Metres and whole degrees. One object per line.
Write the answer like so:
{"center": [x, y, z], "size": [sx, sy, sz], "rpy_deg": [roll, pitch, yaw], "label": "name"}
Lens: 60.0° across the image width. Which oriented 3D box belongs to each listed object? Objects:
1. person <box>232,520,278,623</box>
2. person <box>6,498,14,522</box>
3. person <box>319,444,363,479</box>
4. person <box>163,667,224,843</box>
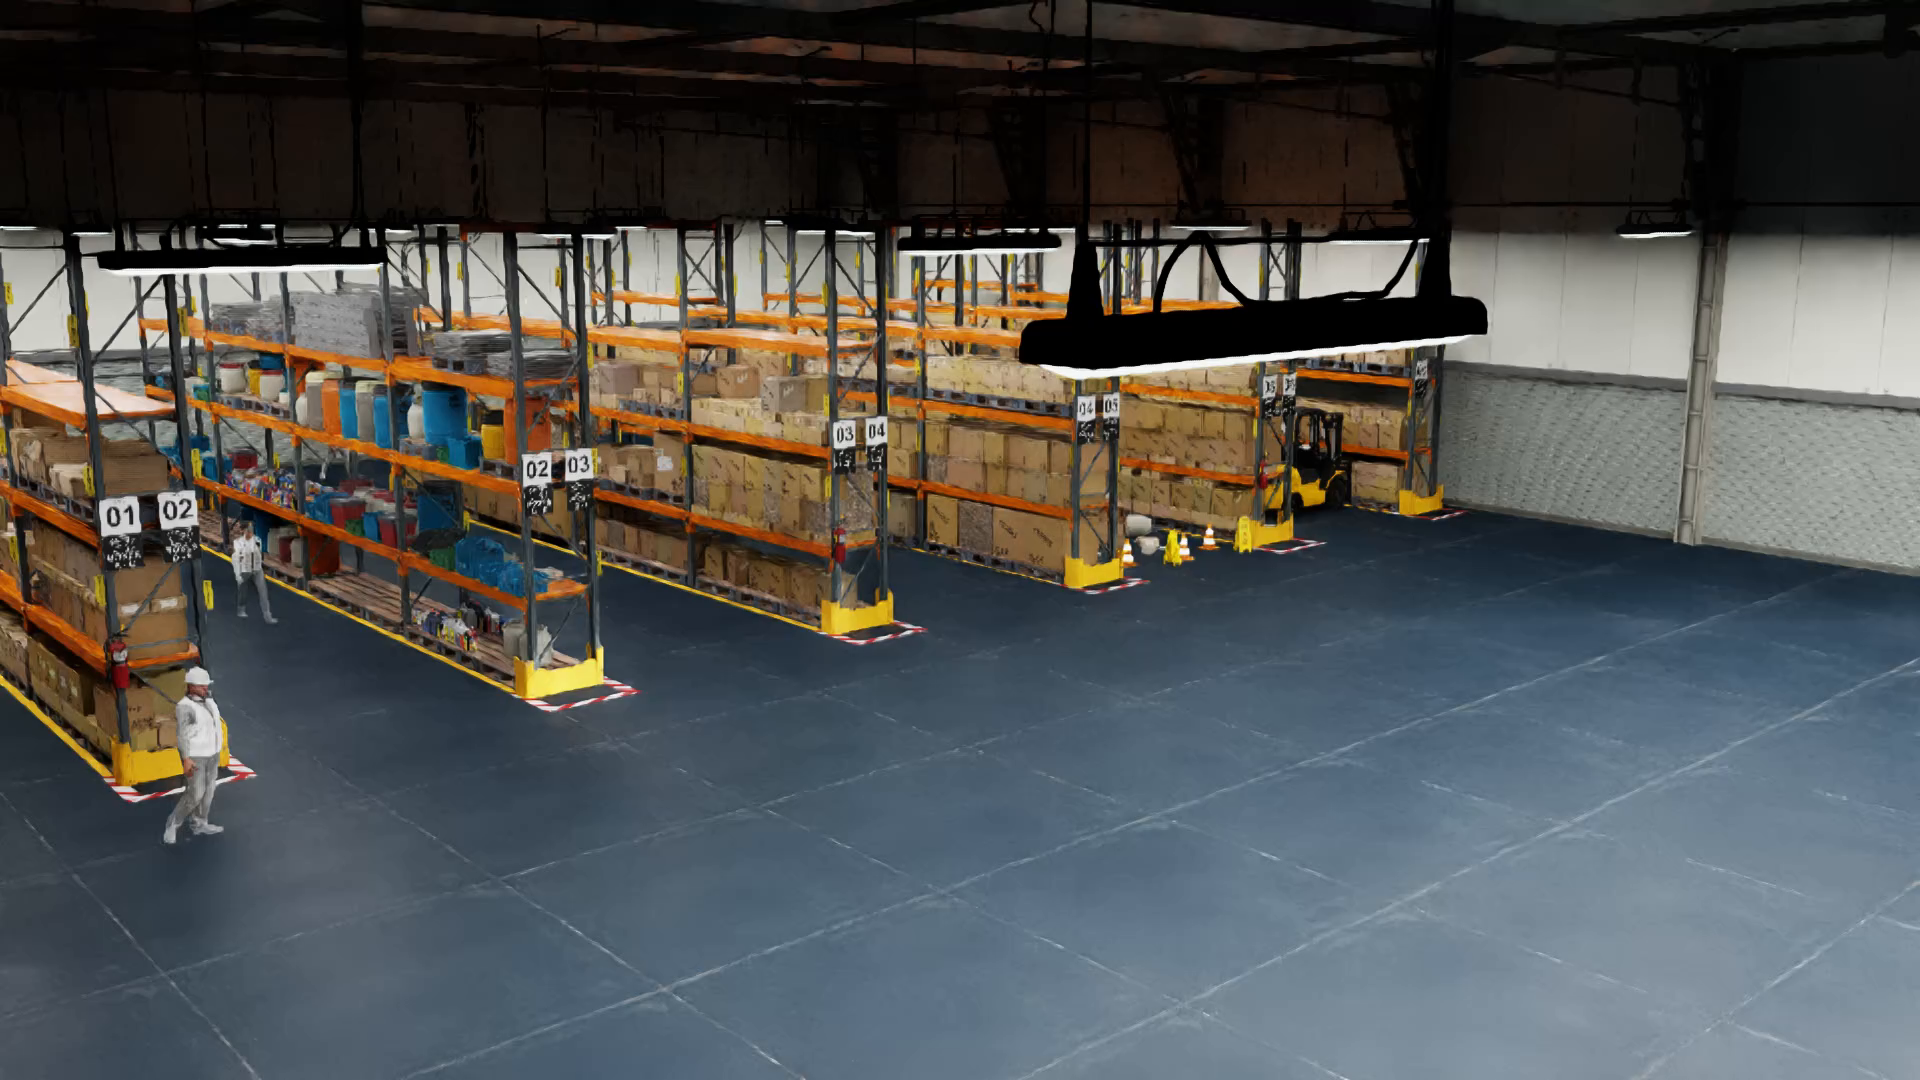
{"center": [-10.862, 0.468, 25.437], "size": [0.495, 1.589, 1.086], "rpy_deg": [-9, 15, -38], "label": "person"}
{"center": [-17.535, -0.666, 30.899], "size": [0.477, 1.672, 0.552], "rpy_deg": [-8, 14, -34], "label": "person"}
{"center": [-14.459, -2.243, 38.605], "size": [0.940, 1.739, 0.591], "rpy_deg": [5, 12, 22], "label": "person"}
{"center": [-7.732, 2.155, 16.717], "size": [0.515, 1.762, 0.695], "rpy_deg": [2, 12, 9], "label": "person"}
